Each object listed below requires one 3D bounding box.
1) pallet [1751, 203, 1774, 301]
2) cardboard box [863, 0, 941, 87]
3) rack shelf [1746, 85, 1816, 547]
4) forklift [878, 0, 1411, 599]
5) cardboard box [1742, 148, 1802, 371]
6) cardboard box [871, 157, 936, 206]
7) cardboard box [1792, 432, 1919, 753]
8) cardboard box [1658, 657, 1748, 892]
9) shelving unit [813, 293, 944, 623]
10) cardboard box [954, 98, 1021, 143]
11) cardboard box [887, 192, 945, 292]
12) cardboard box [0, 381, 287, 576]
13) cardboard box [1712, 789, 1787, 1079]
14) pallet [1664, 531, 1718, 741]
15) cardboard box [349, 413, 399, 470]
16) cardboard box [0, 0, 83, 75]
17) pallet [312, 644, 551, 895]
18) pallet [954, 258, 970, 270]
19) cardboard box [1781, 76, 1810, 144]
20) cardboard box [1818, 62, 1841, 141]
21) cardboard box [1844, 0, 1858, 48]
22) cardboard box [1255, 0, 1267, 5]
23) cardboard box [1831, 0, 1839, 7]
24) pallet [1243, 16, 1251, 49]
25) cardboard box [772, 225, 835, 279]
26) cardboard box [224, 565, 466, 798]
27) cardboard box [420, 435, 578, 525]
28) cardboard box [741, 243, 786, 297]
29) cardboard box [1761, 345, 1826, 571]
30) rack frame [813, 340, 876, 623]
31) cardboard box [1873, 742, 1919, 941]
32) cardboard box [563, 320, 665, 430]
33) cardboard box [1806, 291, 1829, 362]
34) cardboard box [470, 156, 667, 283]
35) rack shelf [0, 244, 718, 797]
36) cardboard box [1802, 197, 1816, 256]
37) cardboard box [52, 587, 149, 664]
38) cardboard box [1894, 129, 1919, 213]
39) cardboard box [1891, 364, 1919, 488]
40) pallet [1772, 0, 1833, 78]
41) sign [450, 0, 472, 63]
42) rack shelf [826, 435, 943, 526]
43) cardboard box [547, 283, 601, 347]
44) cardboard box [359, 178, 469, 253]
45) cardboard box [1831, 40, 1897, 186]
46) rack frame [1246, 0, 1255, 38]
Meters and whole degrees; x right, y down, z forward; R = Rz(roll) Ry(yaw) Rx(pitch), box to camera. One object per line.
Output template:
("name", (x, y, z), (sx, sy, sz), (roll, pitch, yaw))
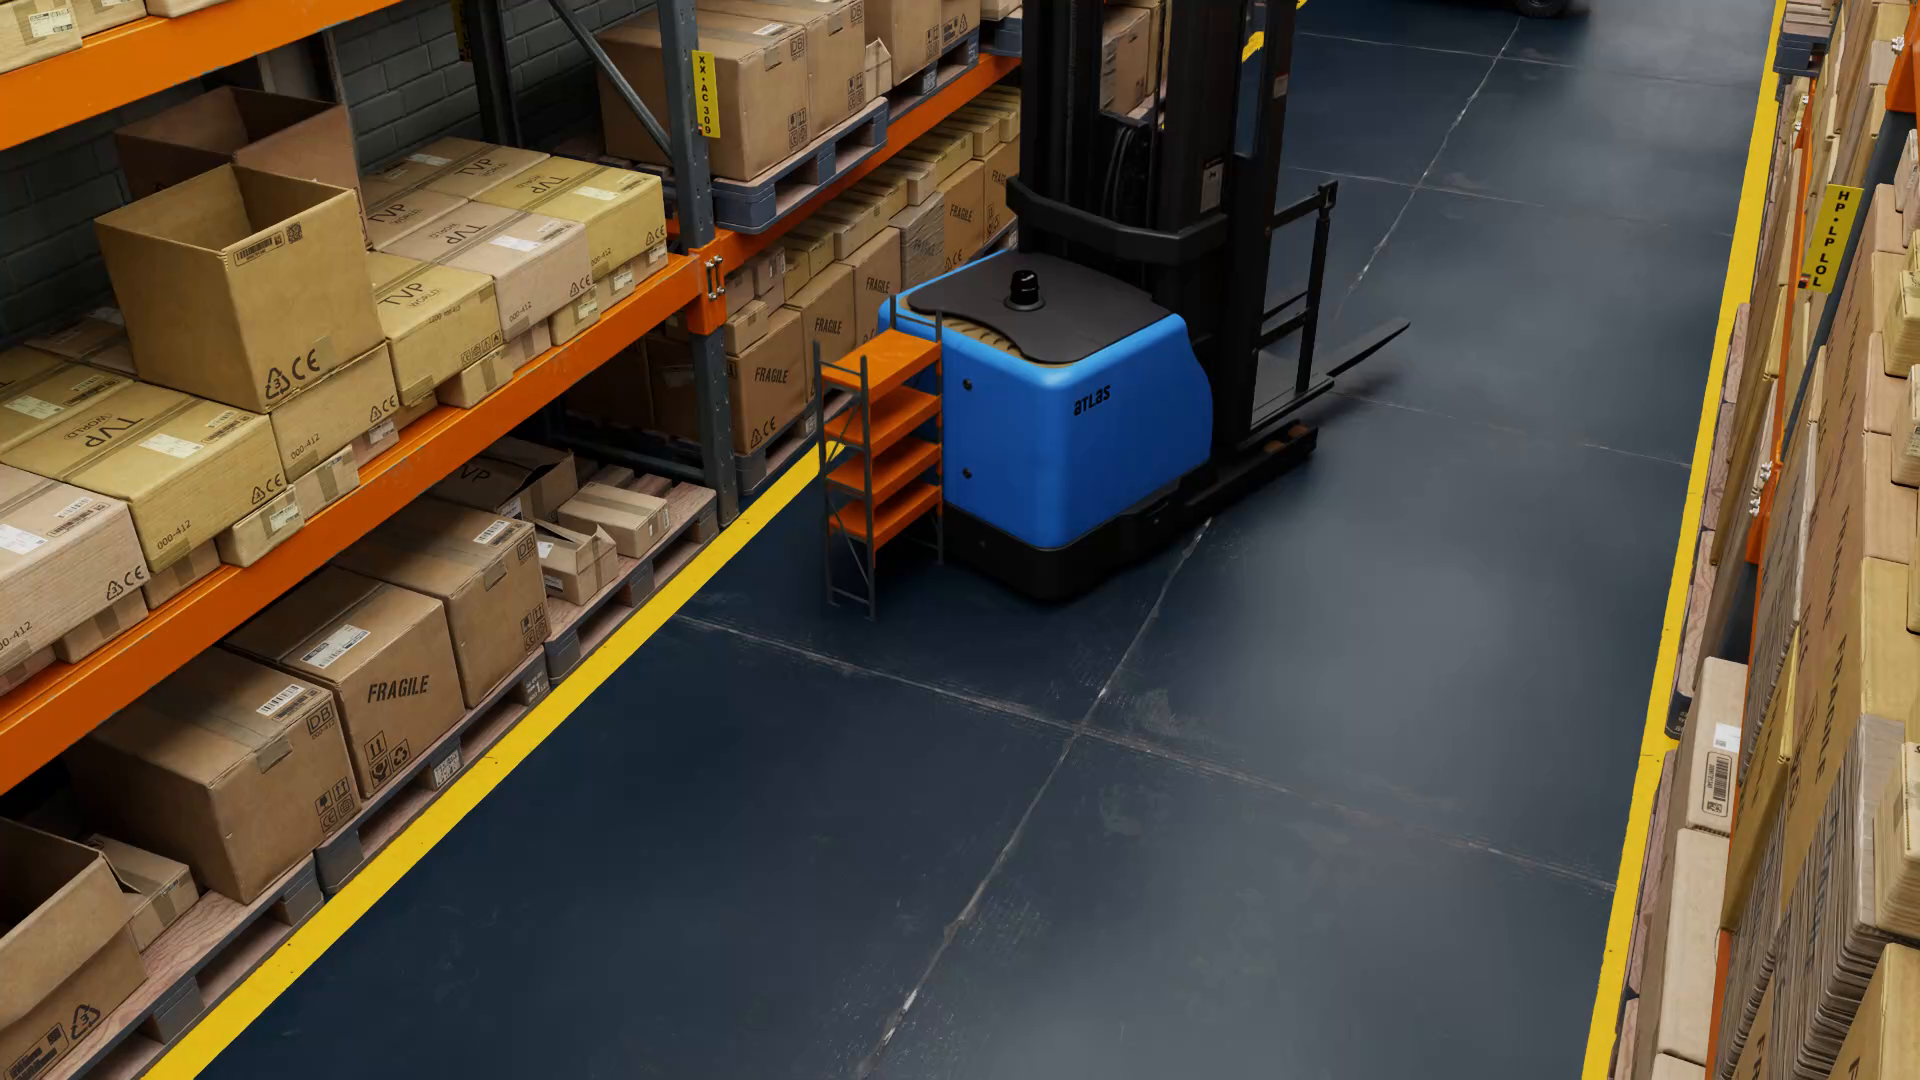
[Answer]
("pallet", (5.051, -1.524, 9.382), (1.003, 0.211, 1.213), (14, 36, 20))
("cardboard box", (-0.510, -2.502, 7.856), (0.700, 0.500, 0.500), (14, 36, 20))
("rack shelf", (3.886, -1.005, 6.703), (1.077, 0.370, 4.000), (14, 36, 20))
("forklift", (1.032, -1.697, 7.165), (1.130, 2.935, 3.031), (28, 42, 35))
("cardboard box", (4.358, -1.264, 7.996), (0.875, 0.875, 0.875), (14, 36, 20))
("cardboard box", (-0.344, -1.882, 8.690), (0.380, 0.149, 0.250), (12, 35, 18))
("cardboard box", (1.975, 0.166, 3.259), (0.500, 0.500, 0.500), (14, 36, 20))
("cardboard box", (2.689, 0.875, 5.134), (0.875, 0.438, 0.875), (14, 36, 20))
("shelving unit", (-0.309, -0.317, 6.640), (0.258, 1.200, 0.503), (20, 38, 28))
("cardboard box", (0.150, -2.393, 9.469), (0.380, 0.149, 0.250), (12, 35, 18))
("cardboard box", (-0.405, -1.538, 8.756), (0.500, 0.500, 0.500), (13, 35, 19))
("cardboard box", (-2.280, -0.184, 4.661), (0.500, 0.250, 0.500), (13, 36, 20))
("cardboard box", (1.767, 0.835, 3.150), (0.500, 0.500, 0.500), (15, 36, 22))
("pallet", (3.303, 0.455, 6.363), (1.003, 0.211, 1.213), (14, 36, 20))
("cardboard box", (-2.027, -0.360, 5.293), (0.380, 0.149, 0.250), (14, 36, 20))
("cardboard box", (-2.280, -1.202, 3.841), (0.380, 0.149, 0.250), (14, 36, 20))
("pallet", (-2.258, 0.672, 6.033), (1.003, 0.211, 1.213), (14, 36, 20))
("pallet", (-0.646, -1.304, 9.046), (1.003, 0.211, 1.213), (14, 36, 20))
("cardboard box", (5.881, -2.750, 10.721), (0.950, 0.372, 0.625), (16, 37, 23))
("cardboard box", (3.849, -1.750, 6.864), (0.500, 0.250, 0.500), (14, 36, 20))
("cardboard box", (4.095, -2.323, 7.054), (0.500, 0.500, 0.500), (14, 36, 21))
("cardboard box", (2.389, -4.621, 13.687), (0.500, 0.250, 0.500), (15, 36, 21))
("cardboard box", (4.660, -2.933, 8.243), (0.500, 0.500, 0.500), (13, 35, 19))
("pallet", (1.613, -3.889, 12.988), (1.003, 0.211, 1.213), (14, 36, 20))
("cardboard box", (-0.824, -1.391, 7.941), (0.380, 0.149, 0.250), (14, 36, 20))
("cardboard box", (-2.087, 0.476, 5.686), (0.500, 0.500, 0.500), (15, 36, 21))
("cardboard box", (-1.952, -0.223, 6.923), (0.500, 0.311, 0.500), (15, 36, 22))
("cardboard box", (-1.004, -1.230, 7.424), (0.380, 0.149, 0.250), (12, 35, 18))
("cardboard box", (2.615, -0.177, 4.694), (0.500, 0.500, 0.500), (15, 36, 22))
("rack frame", (-0.444, -0.206, 6.470), (0.240, 1.200, 0.015), (20, 38, 28))
("cardboard box", (1.460, 0.447, 2.238), (0.380, 0.149, 0.250), (14, 36, 20))
("cardboard box", (-1.524, -0.889, 7.767), (0.500, 0.500, 0.500), (14, 36, 20))
("cardboard box", (3.013, -0.731, 5.310), (0.500, 0.250, 0.500), (14, 36, 20))
("cardboard box", (-1.452, -1.198, 6.207), (0.500, 0.250, 0.500), (15, 36, 22))
("rack shelf", (-2.298, -0.149, 5.398), (1.077, 0.370, 4.000), (14, 36, 20))
("cardboard box", (3.662, -1.286, 6.613), (0.500, 0.250, 0.500), (14, 36, 20))
("cardboard box", (-2.443, 0.162, 4.496), (0.380, 0.149, 0.250), (15, 36, 22))
("cardboard box", (2.681, -0.943, 4.358), (0.380, 0.149, 0.250), (14, 36, 20))
("cardboard box", (2.027, -0.189, 3.208), (0.380, 0.149, 0.250), (14, 36, 21))
("pallet", (4.924, -2.601, 8.656), (1.213, 0.211, 1.003), (14, 36, 20))
("sign", (-1.966, -2.056, 6.594), (0.100, 0.325, 0.005), (14, 36, 20))
("rack shelf", (-0.309, -0.261, 6.677), (0.258, 0.148, 0.480), (20, 38, 28))
("cardboard box", (-1.541, -0.855, 6.047), (0.380, 0.149, 0.250), (15, 36, 22))
("cardboard box", (-2.117, -1.072, 6.015), (0.500, 0.250, 0.500), (14, 36, 20))
("cardboard box", (3.218, -1.309, 5.507), (0.500, 0.500, 0.500), (15, 36, 21))
("rack frame", (1.886, -5.431, 12.796), (1.000, 3.000, 0.127), (14, 36, 20))
